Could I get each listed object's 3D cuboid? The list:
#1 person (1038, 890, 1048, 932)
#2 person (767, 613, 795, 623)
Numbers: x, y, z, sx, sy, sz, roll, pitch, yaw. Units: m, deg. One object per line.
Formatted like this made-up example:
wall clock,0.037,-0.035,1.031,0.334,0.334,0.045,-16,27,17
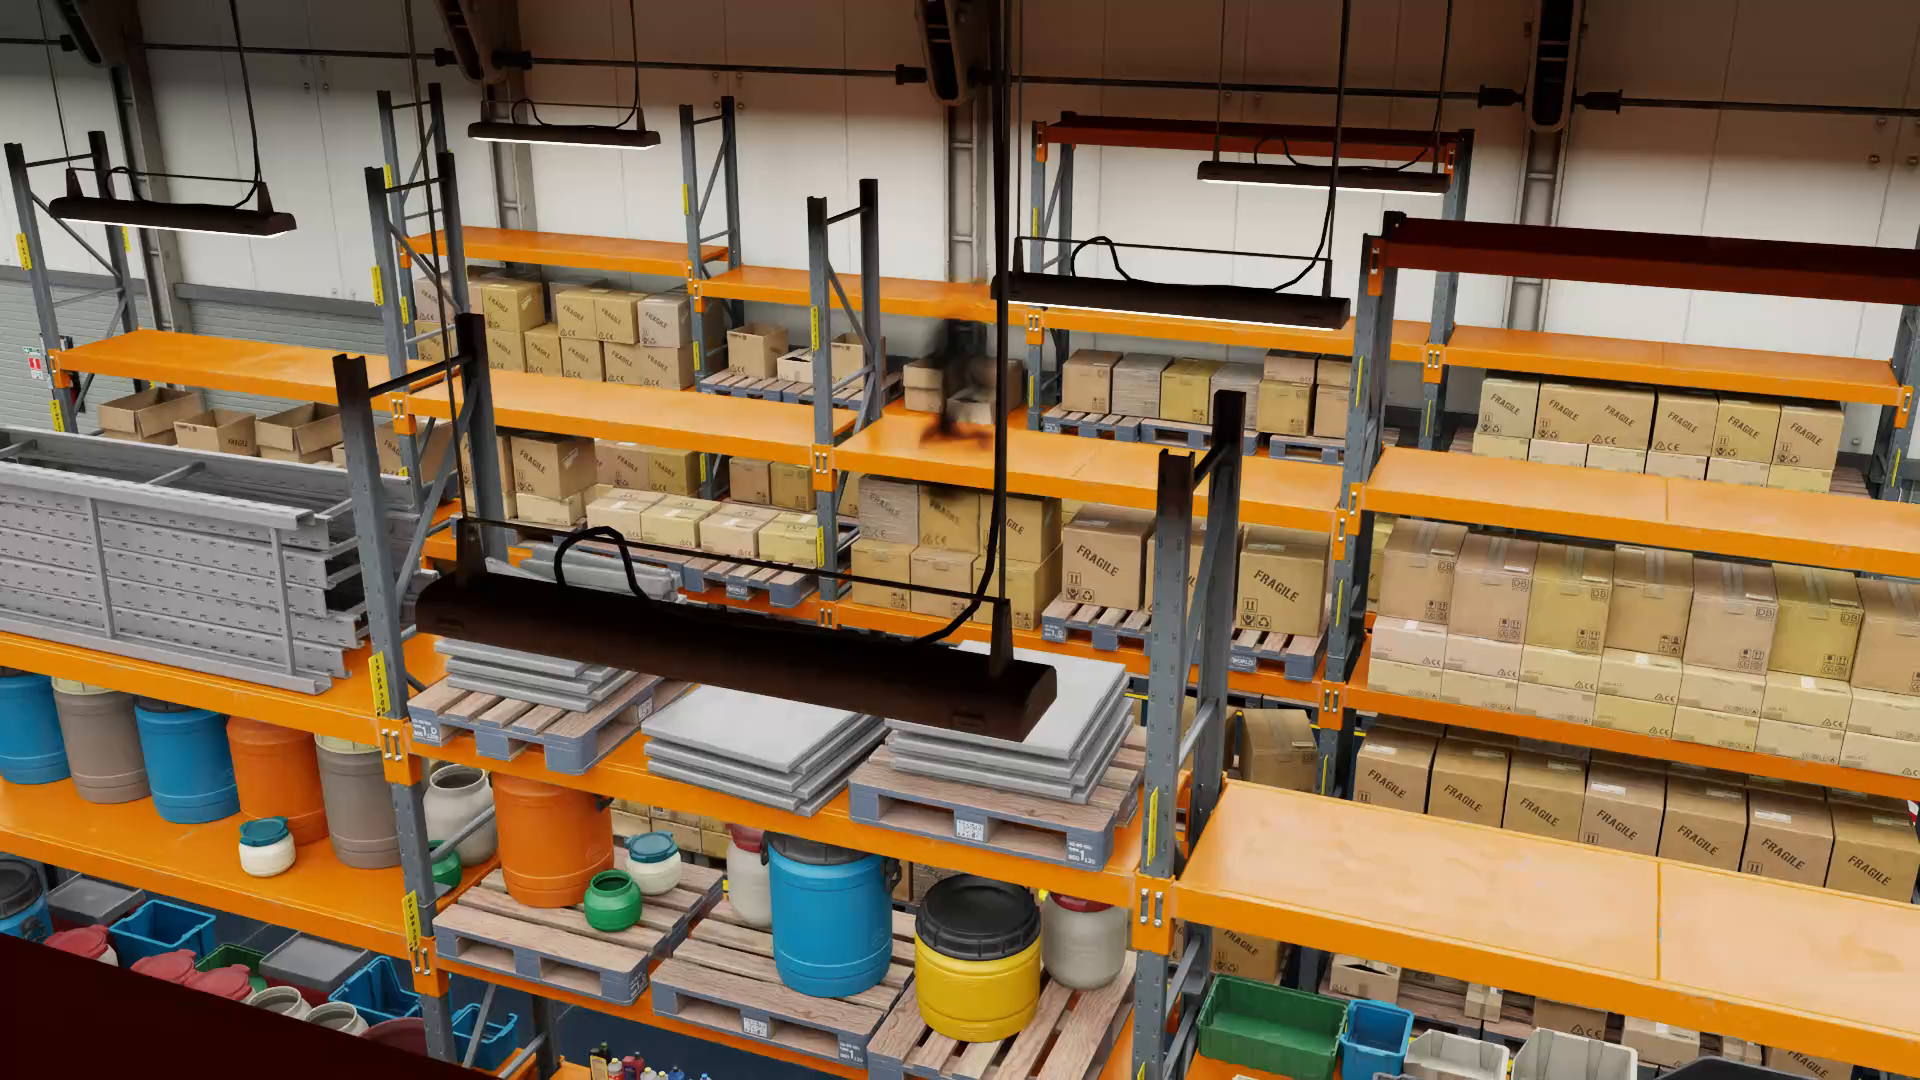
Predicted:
person,0.746,3.156,11.627,0.868,1.806,0.670,3,21,9
person,-1.474,1.441,16.572,0.871,1.517,0.549,7,22,17
